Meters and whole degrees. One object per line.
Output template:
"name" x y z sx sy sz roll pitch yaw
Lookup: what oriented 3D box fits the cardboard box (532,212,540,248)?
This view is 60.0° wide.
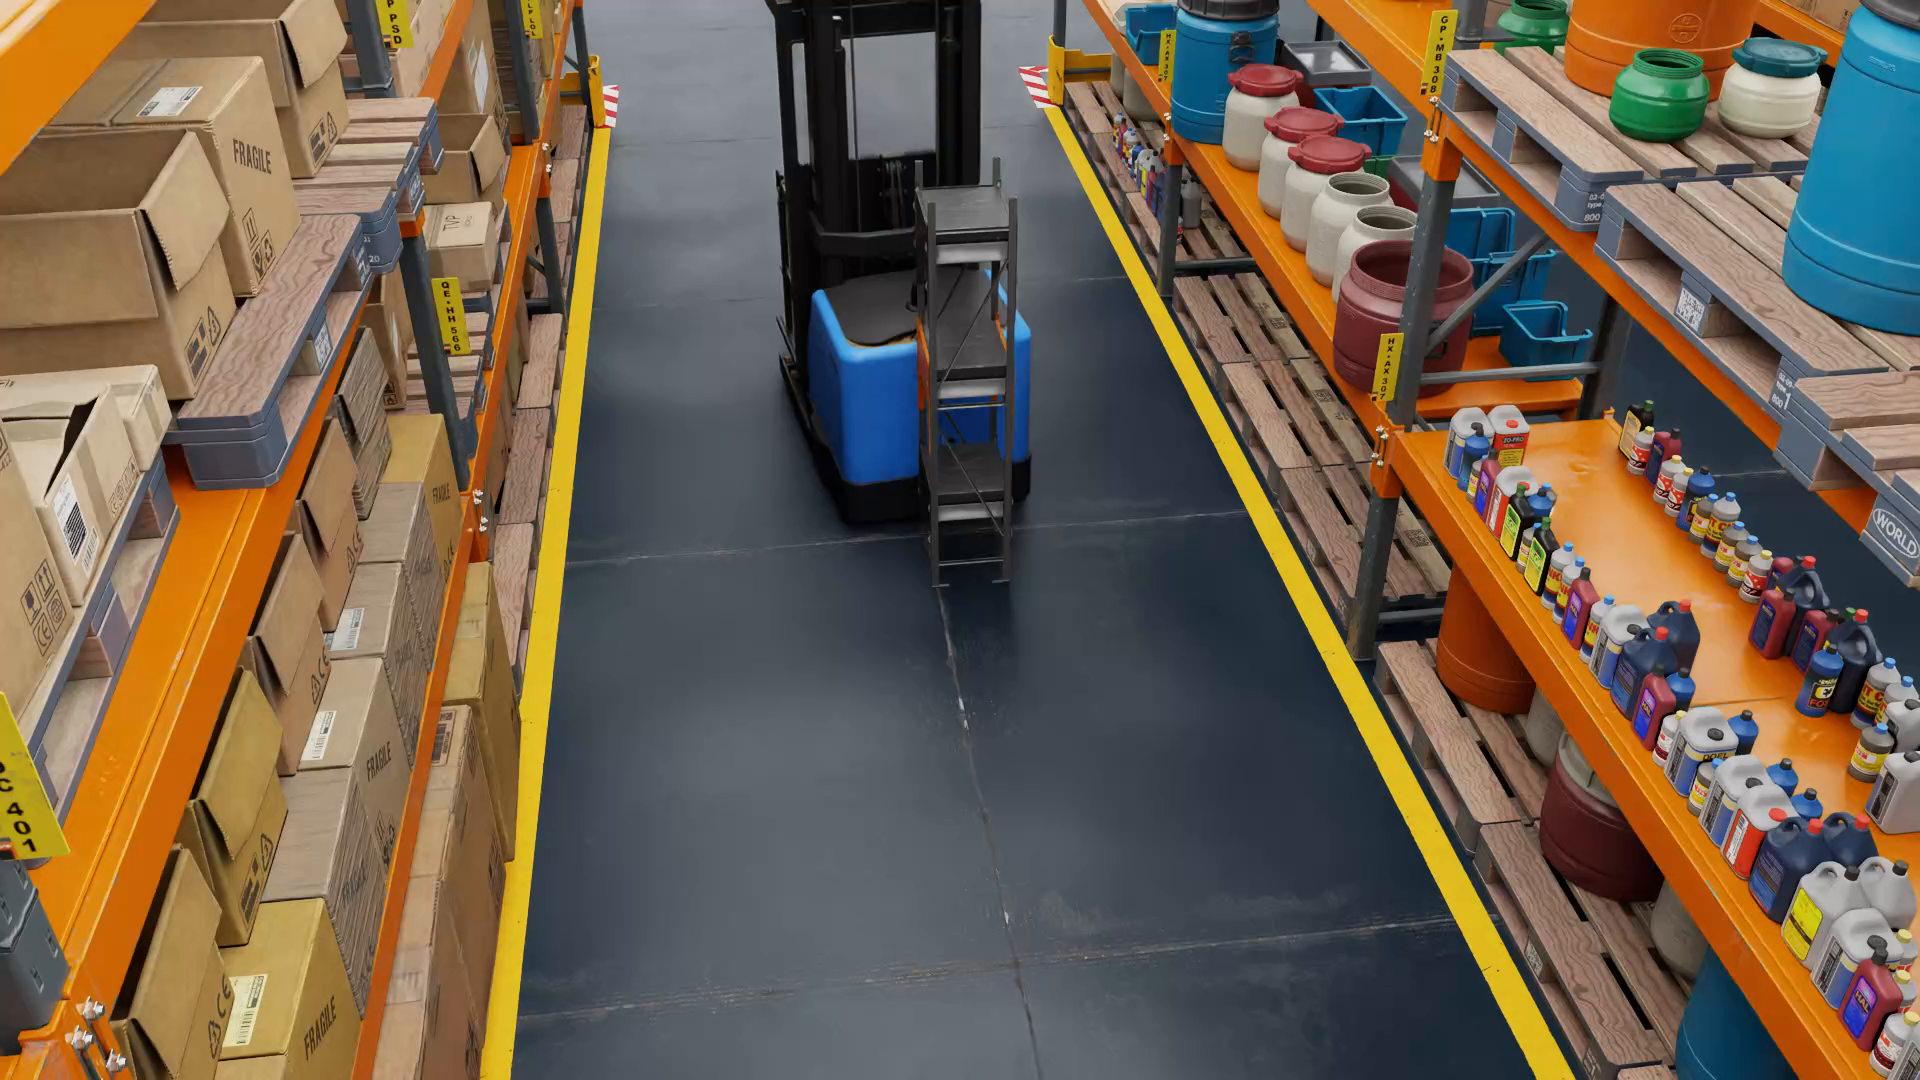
"cardboard box" -3.161 -2.263 11.382 0.500 0.500 0.500 6 35 9

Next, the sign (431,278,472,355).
"sign" -1.975 -0.867 6.459 0.100 0.325 0.005 -4 35 -6

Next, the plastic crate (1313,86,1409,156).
"plastic crate" 2.302 -2.353 9.682 0.392 0.384 0.575 -4 35 -6

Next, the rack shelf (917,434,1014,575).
"rack shelf" 0.022 -0.186 8.554 0.431 0.518 0.480 -4 35 -6

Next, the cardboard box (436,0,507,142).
"cardboard box" -3.094 -2.544 9.043 1.000 1.000 1.000 -4 34 -6

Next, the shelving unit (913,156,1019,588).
"shelving unit" 0.022 -0.775 8.152 0.431 2.100 0.503 -4 35 -6

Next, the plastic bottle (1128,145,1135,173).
"plastic bottle" 1.316 -2.872 12.523 0.097 0.201 0.097 0 34 0

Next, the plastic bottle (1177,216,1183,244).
"plastic bottle" 1.488 -2.156 11.473 0.097 0.201 0.097 0 34 0

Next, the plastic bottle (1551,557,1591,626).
"plastic bottle" 2.234 0.182 6.062 0.097 0.271 0.097 0 34 0

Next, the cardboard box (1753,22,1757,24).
"cardboard box" 6.217 -4.031 13.533 0.500 0.500 0.500 -4 35 -6

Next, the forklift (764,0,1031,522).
"forklift" -0.490 -2.132 9.404 1.130 2.935 3.031 -9 35 -12

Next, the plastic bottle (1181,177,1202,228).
"plastic bottle" 1.616 -2.388 11.680 0.144 0.351 0.185 -4 35 -6

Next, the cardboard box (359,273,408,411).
"cardboard box" -2.637 -0.858 7.012 0.500 0.500 0.500 -9 35 -12

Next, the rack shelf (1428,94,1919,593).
"rack shelf" 2.653 -0.546 4.991 1.077 0.370 4.000 -4 35 -6

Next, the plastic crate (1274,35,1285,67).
"plastic crate" 1.901 -3.228 11.007 0.767 0.338 0.504 -4 35 -6

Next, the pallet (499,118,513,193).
"pallet" -3.104 -2.060 9.408 1.003 0.211 1.213 -4 35 -6

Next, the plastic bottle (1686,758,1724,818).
"plastic bottle" 2.370 0.776 5.253 0.097 0.201 0.097 0 34 0

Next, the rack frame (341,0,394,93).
"rack frame" -2.524 -2.824 5.031 1.000 3.000 0.127 -4 35 -6

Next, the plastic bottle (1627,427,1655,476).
"plastic bottle" 2.858 -0.378 6.947 0.097 0.201 0.097 0 34 0

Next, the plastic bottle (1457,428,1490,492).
"plastic bottle" 2.110 -0.334 6.819 0.097 0.271 0.097 0 34 0

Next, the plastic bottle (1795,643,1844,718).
"plastic bottle" 2.924 0.468 5.643 0.097 0.271 0.097 0 34 0

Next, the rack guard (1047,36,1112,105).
"rack guard" 1.365 -4.112 14.469 1.175 0.500 0.348 -4 35 -6

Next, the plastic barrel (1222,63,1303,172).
"plastic barrel" 1.757 -2.458 9.701 0.433 0.535 0.433 0 34 0

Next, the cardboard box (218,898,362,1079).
"cardboard box" -1.869 1.290 4.233 0.500 0.500 0.500 -4 35 -6

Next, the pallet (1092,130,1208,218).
"pallet" 1.629 -2.860 12.888 1.003 0.211 1.213 -4 35 -6

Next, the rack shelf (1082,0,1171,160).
"rack shelf" 1.577 -3.771 12.387 1.077 0.370 4.000 -4 35 -6

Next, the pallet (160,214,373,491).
"pallet" -2.232 -0.527 4.493 1.003 0.211 1.213 -3 34 -4

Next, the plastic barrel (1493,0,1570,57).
"plastic barrel" 2.300 -2.029 6.667 0.294 0.245 0.294 0 34 0

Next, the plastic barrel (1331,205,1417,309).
"plastic barrel" 2.034 -1.324 8.058 0.421 0.512 0.421 0 34 0

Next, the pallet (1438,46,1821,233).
"pallet" 2.390 -1.447 5.842 1.003 0.211 1.213 -4 35 -6

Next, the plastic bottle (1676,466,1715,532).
"plastic bottle" 2.915 -0.170 6.579 0.097 0.271 0.097 0 34 0

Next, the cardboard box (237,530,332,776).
"cardboard box" -2.260 0.346 4.727 0.797 0.503 0.637 -3 34 -5

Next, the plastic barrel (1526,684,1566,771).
"plastic barrel" 2.631 0.715 7.002 0.421 0.512 0.421 0 34 0

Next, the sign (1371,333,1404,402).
"sign" 1.839 -0.742 7.158 0.100 0.325 0.005 -4 35 -6

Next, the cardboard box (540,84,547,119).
"cardboard box" -2.814 -2.756 10.483 0.380 0.149 0.250 -4 35 -6

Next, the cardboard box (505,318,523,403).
"cardboard box" -2.956 -1.114 9.678 0.700 0.500 0.500 -5 35 -7

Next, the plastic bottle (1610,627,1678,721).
"plastic bottle" 2.326 0.430 5.628 0.144 0.351 0.185 -4 35 -6

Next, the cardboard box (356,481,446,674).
"cardboard box" -2.151 0.149 5.907 0.500 0.500 0.500 -5 35 -7

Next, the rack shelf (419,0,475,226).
"rack shelf" -2.793 -2.403 7.716 1.077 0.370 4.000 -4 35 -6

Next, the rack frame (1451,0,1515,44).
"rack frame" 2.384 -3.199 5.582 1.000 3.000 0.127 -4 35 -6

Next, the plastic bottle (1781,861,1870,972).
"plastic bottle" 2.474 1.045 4.726 0.144 0.351 0.185 -4 35 -6

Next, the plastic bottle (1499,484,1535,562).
"plastic bottle" 2.157 -0.069 6.420 0.061 0.283 0.133 -4 35 -6

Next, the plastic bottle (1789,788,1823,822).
"plastic bottle" 2.552 0.865 5.060 0.097 0.271 0.097 0 34 0

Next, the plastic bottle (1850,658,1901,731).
"plastic bottle" 3.080 0.511 5.579 0.097 0.271 0.097 0 34 0

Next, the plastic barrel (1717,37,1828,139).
"plastic barrel" 2.673 -1.488 5.486 0.301 0.262 0.301 0 34 0

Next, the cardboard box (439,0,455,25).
"cardboard box" -2.483 -2.376 7.172 0.500 0.250 0.500 -4 34 -5

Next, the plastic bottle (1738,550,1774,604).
"plastic bottle" 2.981 0.131 6.200 0.097 0.201 0.097 0 34 0

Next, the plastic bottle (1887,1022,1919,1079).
"plastic bottle" 2.548 1.368 4.318 0.152 0.276 0.135 -4 35 -6

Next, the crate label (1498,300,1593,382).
"crate label" 2.698 -0.914 7.705 0.303 0.233 0.416 -4 35 -6

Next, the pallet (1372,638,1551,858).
"pallet" 2.531 0.869 7.416 1.003 0.211 1.213 -4 35 -6

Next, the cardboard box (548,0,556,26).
"cardboard box" -3.287 -3.832 11.485 0.875 0.500 0.500 -4 35 -6

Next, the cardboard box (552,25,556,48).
"cardboard box" -3.008 -3.452 11.503 0.380 0.149 0.250 -4 35 -6

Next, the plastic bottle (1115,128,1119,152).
"plastic bottle" 1.257 -3.116 12.882 0.097 0.201 0.097 0 34 0

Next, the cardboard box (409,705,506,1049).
"cardboard box" -2.340 1.245 5.903 1.225 0.875 0.875 -4 35 -6

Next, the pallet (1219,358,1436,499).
"pallet" 2.157 -0.682 9.692 1.003 0.211 1.213 -4 35 -6

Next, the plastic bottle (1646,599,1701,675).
"plastic bottle" 2.458 0.343 5.755 0.144 0.351 0.185 -4 35 -6

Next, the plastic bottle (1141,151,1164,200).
"plastic bottle" 1.404 -2.664 12.086 0.144 0.351 0.185 -5 35 -7

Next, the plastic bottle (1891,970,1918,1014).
"plastic bottle" 2.548 1.257 4.546 0.097 0.201 0.097 0 34 0

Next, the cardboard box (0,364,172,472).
"cardboard box" -2.038 -0.264 3.789 0.380 0.149 0.250 -6 35 -8
